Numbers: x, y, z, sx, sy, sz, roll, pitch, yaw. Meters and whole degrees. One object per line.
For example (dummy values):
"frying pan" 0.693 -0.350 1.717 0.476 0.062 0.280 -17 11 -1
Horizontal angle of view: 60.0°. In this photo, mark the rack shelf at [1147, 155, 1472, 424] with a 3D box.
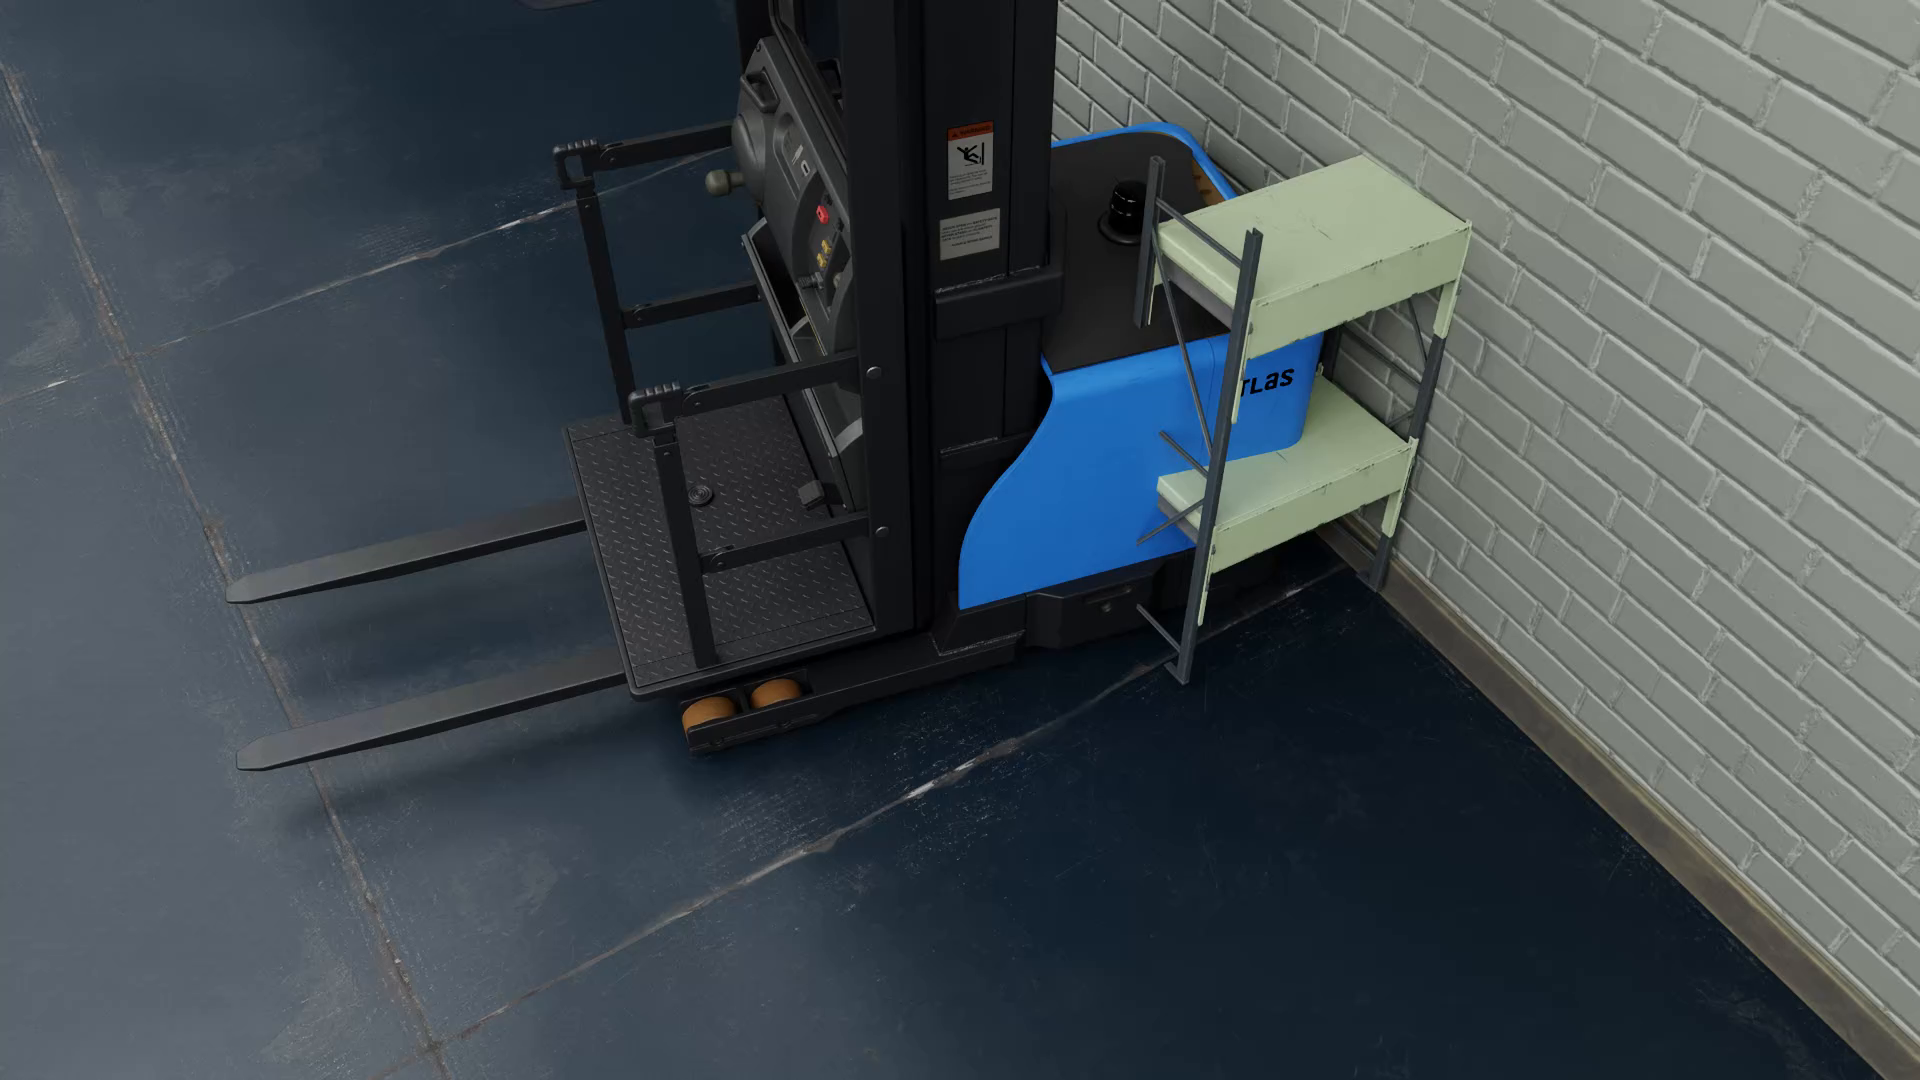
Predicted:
"rack shelf" 0.873 -0.665 4.245 0.720 0.370 0.431 -22 48 -23

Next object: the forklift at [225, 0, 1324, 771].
"forklift" -0.595 -0.822 4.019 3.031 2.935 1.130 -14 50 -13

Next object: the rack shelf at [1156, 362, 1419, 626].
"rack shelf" 0.860 -0.142 4.734 0.720 0.370 0.431 -22 48 -23

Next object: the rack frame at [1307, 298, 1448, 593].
"rack frame" 1.177 -0.507 4.656 0.023 1.500 0.400 -22 48 -23

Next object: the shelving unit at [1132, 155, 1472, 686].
"shelving unit" 0.866 -0.380 4.511 0.755 1.500 0.431 -22 48 -23

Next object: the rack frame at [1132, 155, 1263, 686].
"rack frame" 0.554 -0.253 4.367 0.023 1.500 0.400 -22 48 -23
